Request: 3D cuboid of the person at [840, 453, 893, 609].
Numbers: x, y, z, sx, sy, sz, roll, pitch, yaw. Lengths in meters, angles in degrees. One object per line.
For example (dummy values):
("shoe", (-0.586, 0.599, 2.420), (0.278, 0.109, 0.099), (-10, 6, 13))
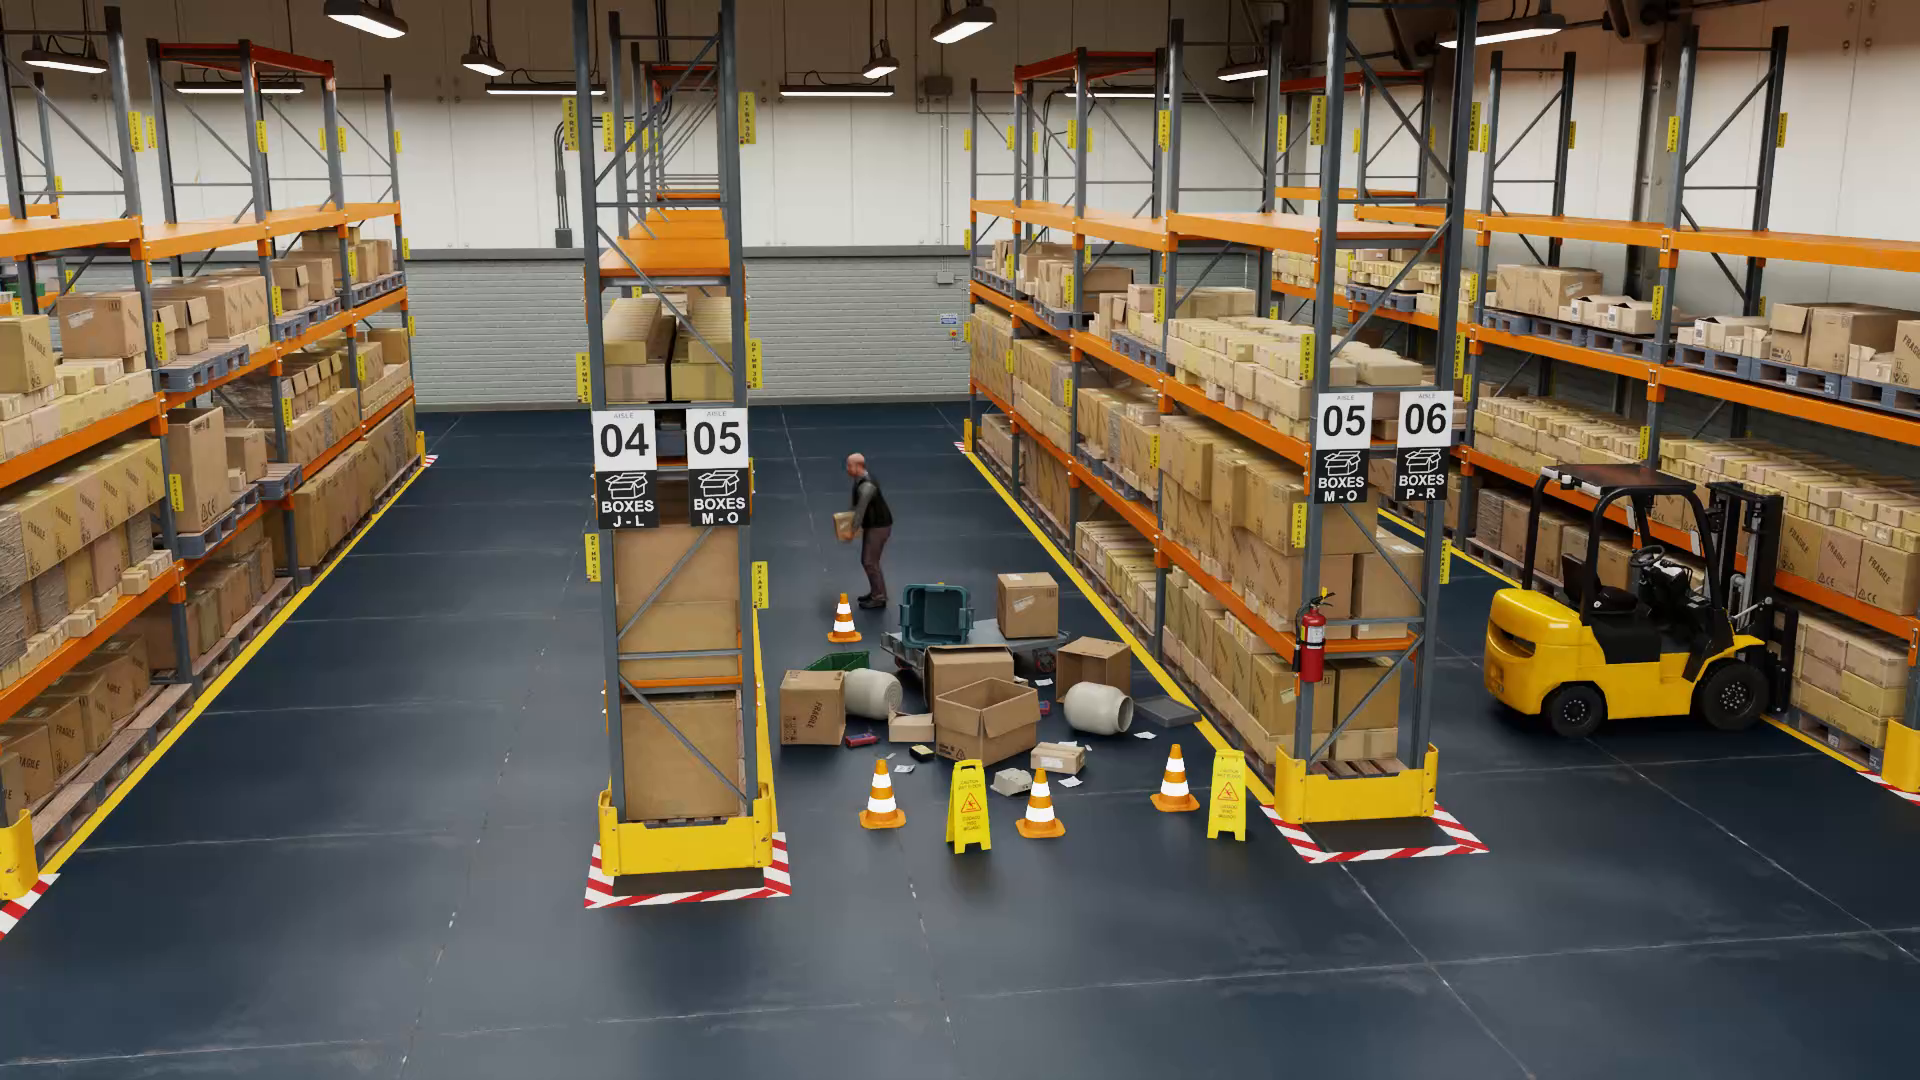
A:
("person", (-1.029, -0.112, 18.101), (0.592, 1.692, 0.479), (-2, 13, -9))
